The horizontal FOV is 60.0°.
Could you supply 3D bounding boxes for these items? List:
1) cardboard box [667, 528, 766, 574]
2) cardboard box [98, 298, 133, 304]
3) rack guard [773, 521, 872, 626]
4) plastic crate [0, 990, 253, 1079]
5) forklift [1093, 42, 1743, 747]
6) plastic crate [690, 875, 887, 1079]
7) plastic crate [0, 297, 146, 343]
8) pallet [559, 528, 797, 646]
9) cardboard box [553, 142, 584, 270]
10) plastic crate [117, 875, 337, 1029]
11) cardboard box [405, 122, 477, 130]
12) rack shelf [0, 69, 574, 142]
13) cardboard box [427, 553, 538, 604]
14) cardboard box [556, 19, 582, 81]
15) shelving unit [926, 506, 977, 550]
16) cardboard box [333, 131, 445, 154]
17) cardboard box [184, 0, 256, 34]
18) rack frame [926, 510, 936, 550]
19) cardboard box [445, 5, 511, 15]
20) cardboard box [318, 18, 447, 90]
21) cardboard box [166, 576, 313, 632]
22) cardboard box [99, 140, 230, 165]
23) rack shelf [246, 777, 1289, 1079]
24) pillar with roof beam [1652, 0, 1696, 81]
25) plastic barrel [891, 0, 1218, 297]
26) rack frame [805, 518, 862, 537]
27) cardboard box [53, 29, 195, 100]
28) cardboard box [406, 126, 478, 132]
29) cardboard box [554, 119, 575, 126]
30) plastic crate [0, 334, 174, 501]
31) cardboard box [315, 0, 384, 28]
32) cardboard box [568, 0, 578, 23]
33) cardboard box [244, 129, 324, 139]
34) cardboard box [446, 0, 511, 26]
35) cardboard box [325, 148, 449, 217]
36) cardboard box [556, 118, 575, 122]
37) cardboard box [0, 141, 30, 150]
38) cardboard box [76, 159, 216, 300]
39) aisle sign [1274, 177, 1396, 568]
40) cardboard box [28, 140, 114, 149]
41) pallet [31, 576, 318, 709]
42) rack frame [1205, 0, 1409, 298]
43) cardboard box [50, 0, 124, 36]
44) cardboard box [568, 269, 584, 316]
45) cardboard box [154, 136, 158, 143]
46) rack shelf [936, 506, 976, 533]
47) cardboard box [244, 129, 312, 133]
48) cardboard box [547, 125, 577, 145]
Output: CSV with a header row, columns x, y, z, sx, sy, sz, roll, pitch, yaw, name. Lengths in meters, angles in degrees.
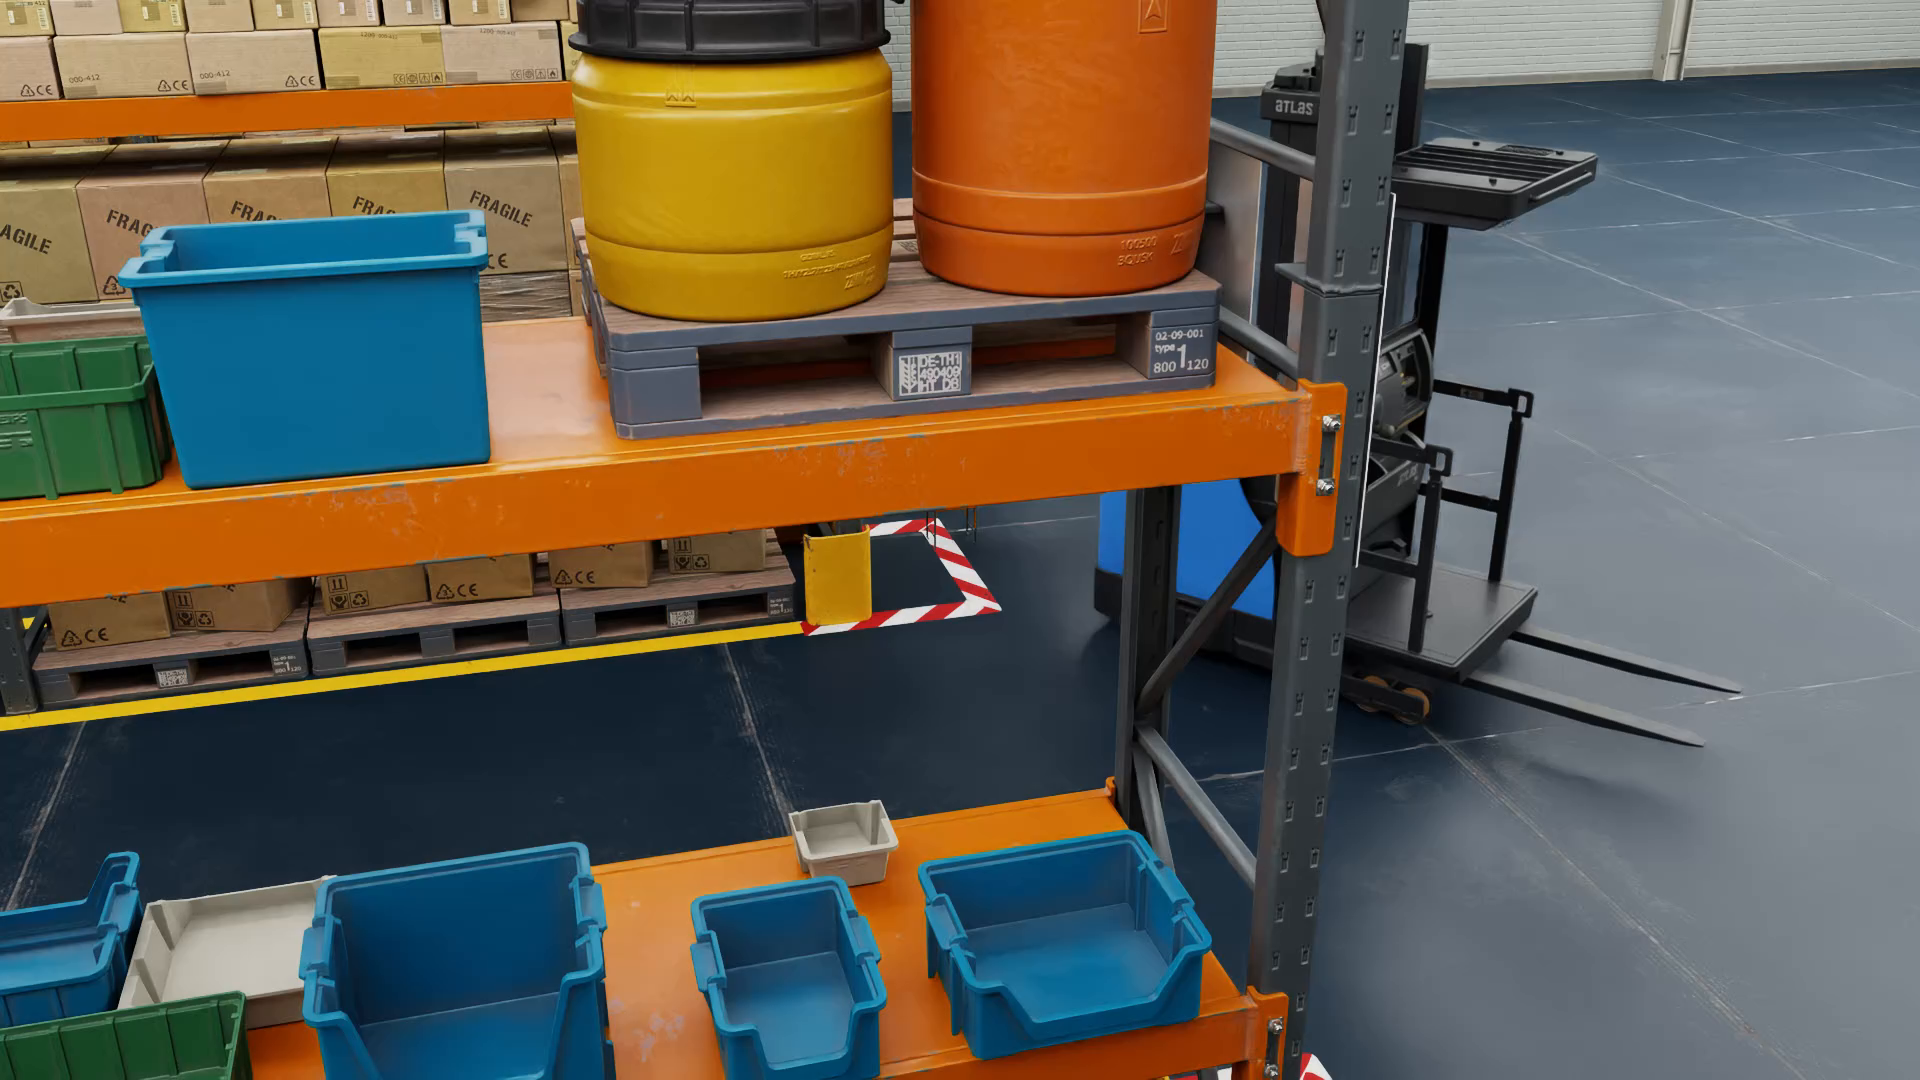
x,y,z,sx,sy,sz,roll,pitch,yaw,name
-1.309,-0.153,8.941,0.500,0.500,0.500,-2,23,-5,cardboard box
-3.613,-0.990,7.750,0.500,0.500,0.875,-6,24,-14,cardboard box
-0.776,-0.012,9.145,0.348,0.500,1.175,-6,24,-14,rack guard
-1.833,1.197,3.425,0.662,0.188,0.450,-6,24,-14,plastic crate
2.181,-0.724,7.721,3.031,2.935,1.130,17,28,34,forklift
-0.393,1.013,3.773,0.408,0.251,0.499,-6,24,-14,plastic crate
-1.780,-0.445,3.512,0.396,0.136,0.243,-6,24,-14,plastic crate
-1.568,0.193,9.032,1.213,0.211,1.003,-6,24,-14,pallet
-1.645,-1.604,7.911,0.500,0.500,0.500,-6,24,-14,cardboard box
-1.721,0.989,3.975,0.437,0.136,0.530,-6,24,-14,plastic crate
-3.869,-3.396,12.301,0.500,0.550,0.875,-6,24,-14,cardboard box
-2.628,-2.004,7.725,4.000,0.370,1.077,-6,24,-14,rack shelf
-2.483,-0.017,8.624,0.500,0.500,0.500,-4,24,-9,cardboard box
-1.578,-2.277,7.638,0.500,0.250,0.500,-6,24,-14,cardboard box
-0.051,-0.477,9.530,0.252,1.050,0.215,-6,24,-14,shelving unit
-2.750,-1.696,8.127,0.500,0.500,0.500,-6,24,-14,cardboard box
-3.149,-2.266,7.108,0.250,0.149,0.380,-7,24,-15,cardboard box
-0.169,-0.464,9.499,0.008,1.050,0.200,-6,24,-14,rack frame
-2.209,-2.417,7.965,0.500,0.250,0.500,-6,24,-15,cardboard box
-2.557,-2.170,7.389,0.500,0.250,0.500,-7,24,-15,cardboard box
-3.609,0.121,8.301,0.500,0.500,0.500,1,23,3,cardboard box
-3.714,-1.592,7.883,0.500,0.500,0.500,-6,24,-14,cardboard box
-1.291,1.255,3.934,4.000,0.370,1.077,-6,24,-14,rack shelf
12.856,-10.124,21.931,0.400,9.000,9.100,-6,24,-14,pillar with roof beam
0.201,-0.958,3.297,0.708,0.830,0.600,-6,24,-14,plastic barrel
-0.703,-1.169,8.671,0.127,3.000,1.000,-6,24,-14,rack frame
-3.544,-2.062,7.137,0.500,0.250,0.500,-7,24,-15,cardboard box
-3.886,-2.924,12.571,0.500,0.550,0.875,-6,24,-14,cardboard box
-2.814,-3.008,12.767,0.550,0.550,0.875,-6,24,-14,cardboard box
-1.624,-0.209,2.897,0.450,0.188,0.336,-6,24,-14,plastic crate
-2.674,-2.347,7.297,0.250,0.149,0.380,-6,24,-13,cardboard box
-1.637,-2.424,7.476,0.250,0.149,0.380,-6,24,-14,cardboard box
-4.921,-2.817,12.321,0.550,0.550,0.875,-6,24,-14,cardboard box
-2.141,-2.378,7.369,0.250,0.149,0.380,-8,24,-17,cardboard box
-2.611,-1.501,7.672,0.500,0.500,0.500,-6,24,-14,cardboard box
-2.818,-3.510,12.566,0.550,0.550,0.875,-6,24,-14,cardboard box
-6.768,-3.032,11.617,0.500,0.500,0.700,-7,24,-15,cardboard box
-3.571,-1.391,7.415,0.500,0.500,0.500,-6,24,-14,cardboard box
0.785,-0.378,3.531,0.004,0.787,0.394,-6,24,-14,aisle sign
-6.227,-2.526,11.706,0.500,0.500,0.500,-6,24,-15,cardboard box
-3.917,0.453,8.426,1.213,0.211,1.003,-6,24,-14,pallet
0.635,-2.046,3.106,0.127,3.000,1.000,-6,24,-14,rack frame
-3.652,-2.229,7.021,0.250,0.149,0.380,-6,24,-14,cardboard box
-1.689,-1.205,8.250,0.500,0.500,0.875,-6,24,-14,cardboard box
-9.824,-5.352,20.898,0.625,0.625,0.875,-7,24,-15,cardboard box
-0.051,-0.212,9.643,0.240,0.259,0.215,-6,24,-14,rack shelf
-4.934,-3.331,12.150,0.550,0.550,0.875,-6,24,-14,cardboard box
-1.789,-1.806,8.382,0.500,0.500,0.500,-6,24,-14,cardboard box
